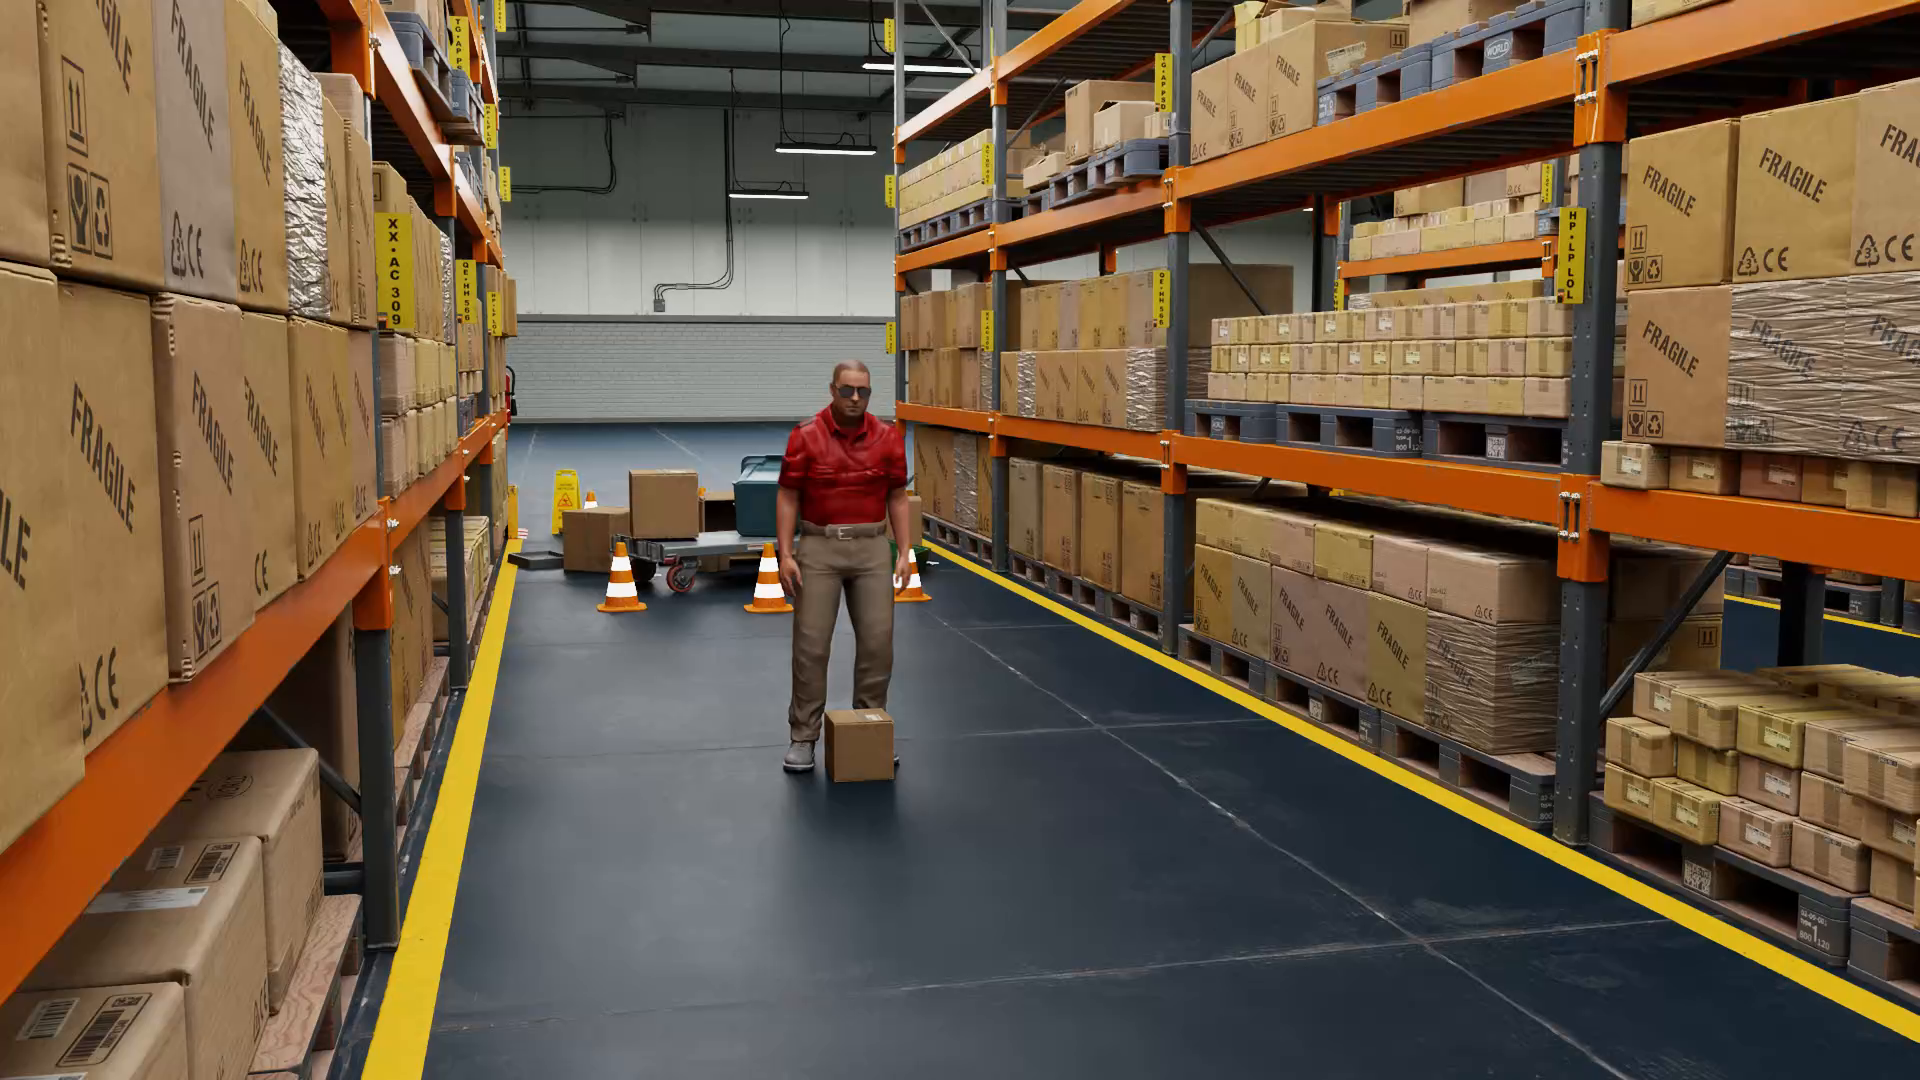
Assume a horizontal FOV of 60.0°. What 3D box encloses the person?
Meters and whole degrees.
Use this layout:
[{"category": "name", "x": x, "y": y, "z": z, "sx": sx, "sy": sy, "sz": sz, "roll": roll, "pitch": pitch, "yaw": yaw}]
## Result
[{"category": "person", "x": -0.490, "y": 0.095, "z": 7.115, "sx": 0.587, "sy": 1.726, "sz": 0.388, "roll": -2, "pitch": 6, "yaw": -14}]
